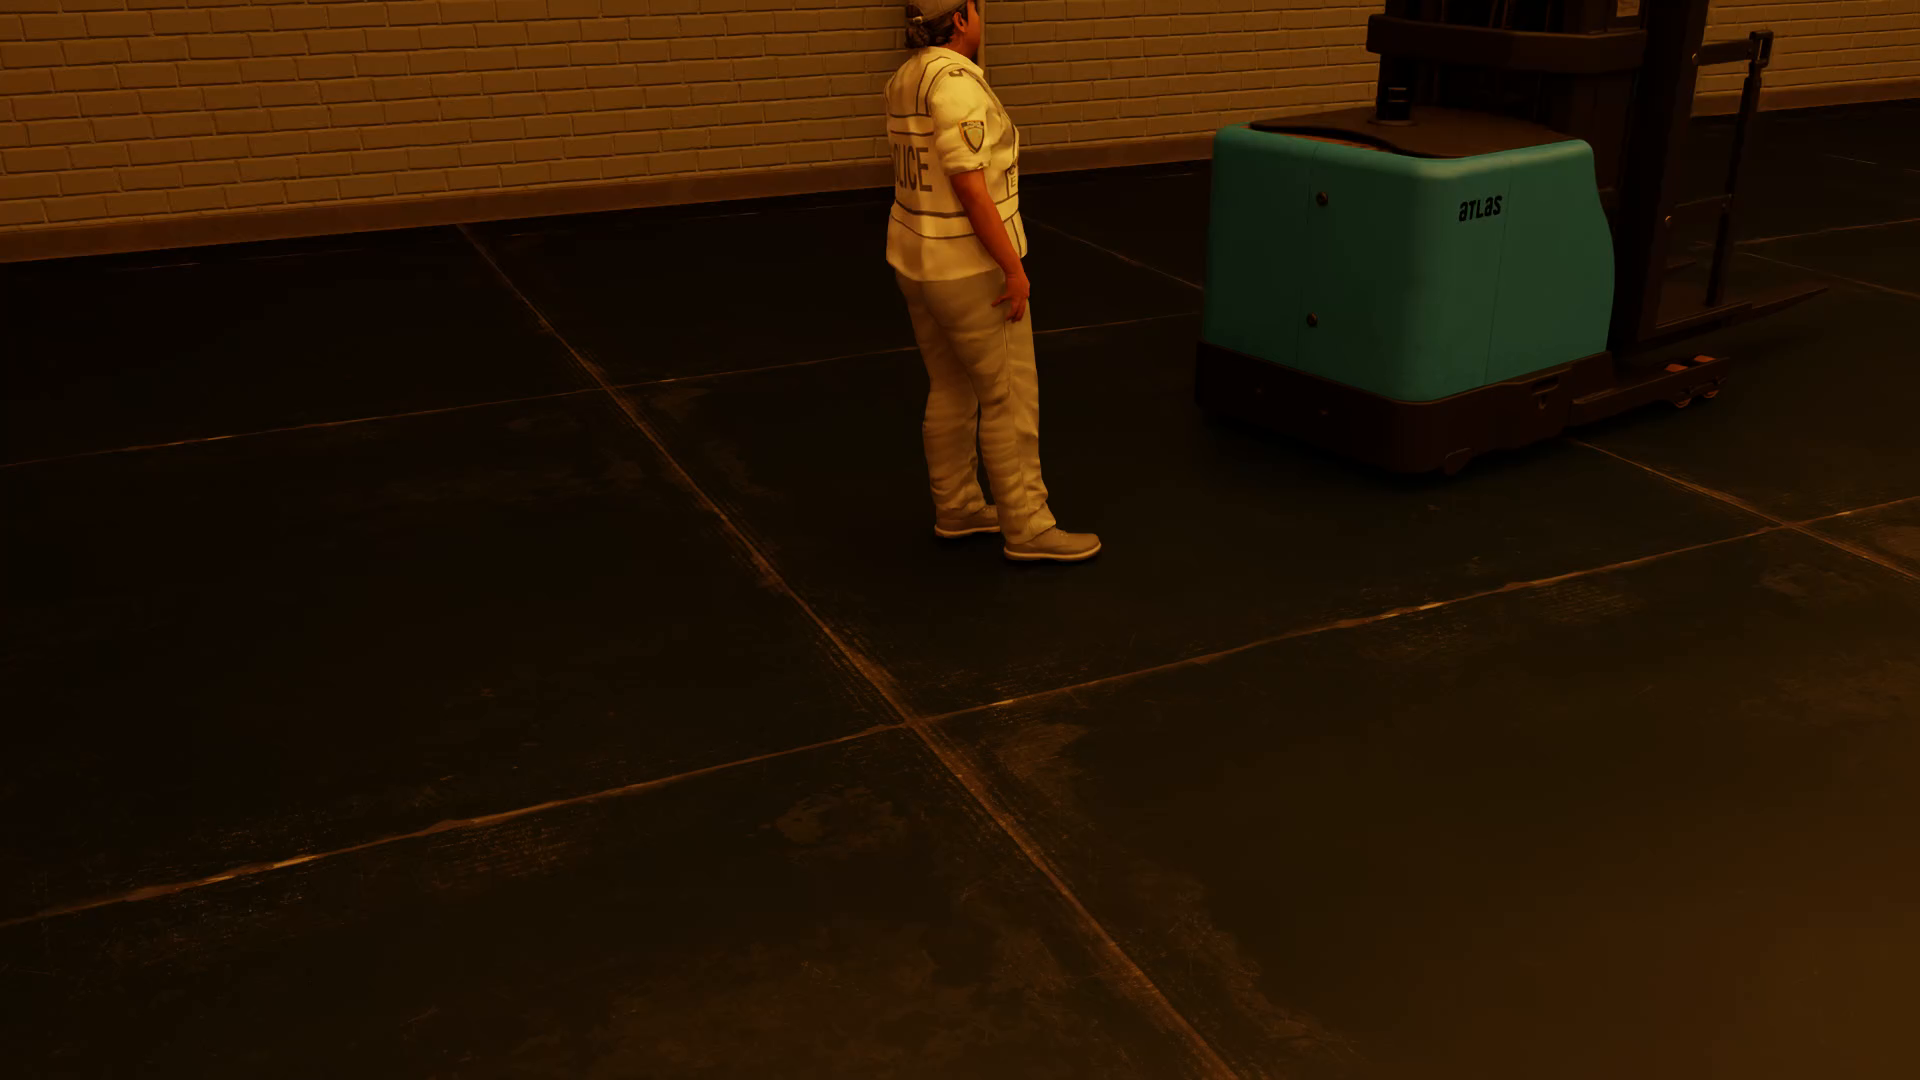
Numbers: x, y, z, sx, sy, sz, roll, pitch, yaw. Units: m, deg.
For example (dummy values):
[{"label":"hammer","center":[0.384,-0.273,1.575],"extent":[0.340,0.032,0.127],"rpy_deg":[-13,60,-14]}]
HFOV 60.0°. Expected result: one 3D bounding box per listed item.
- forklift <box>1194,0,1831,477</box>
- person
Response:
[{"label":"forklift","center":[2.348,-1.999,6.098],"extent":[3.031,2.935,1.130],"rpy_deg":[-16,28,-34]},{"label":"person","center":[0.079,-0.781,4.795],"extent":[0.529,1.670,0.599],"rpy_deg":[-10,25,-23]}]
